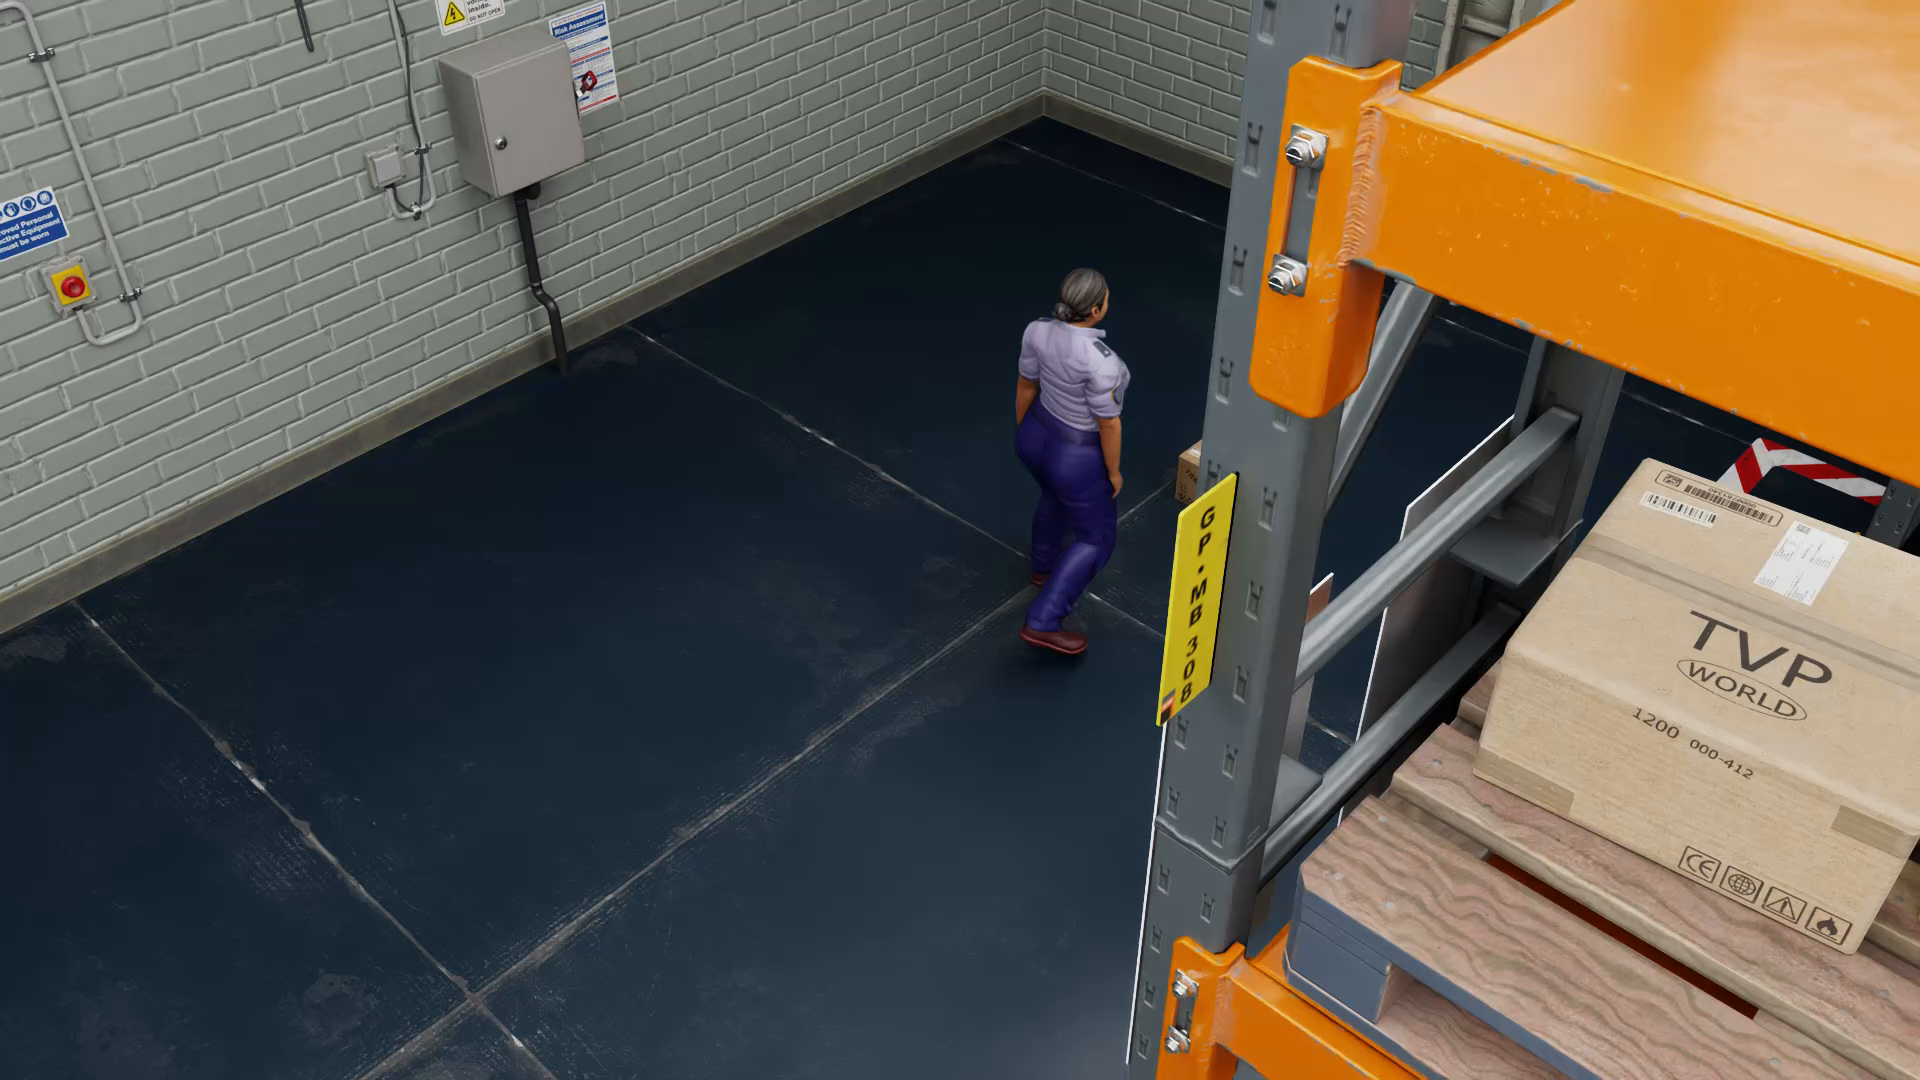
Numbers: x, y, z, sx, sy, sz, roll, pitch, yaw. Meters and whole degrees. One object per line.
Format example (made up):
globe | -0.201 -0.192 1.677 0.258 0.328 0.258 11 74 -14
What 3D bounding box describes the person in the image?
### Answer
person | 0.412 -0.317 6.557 0.698 1.622 0.577 -31 49 -32
